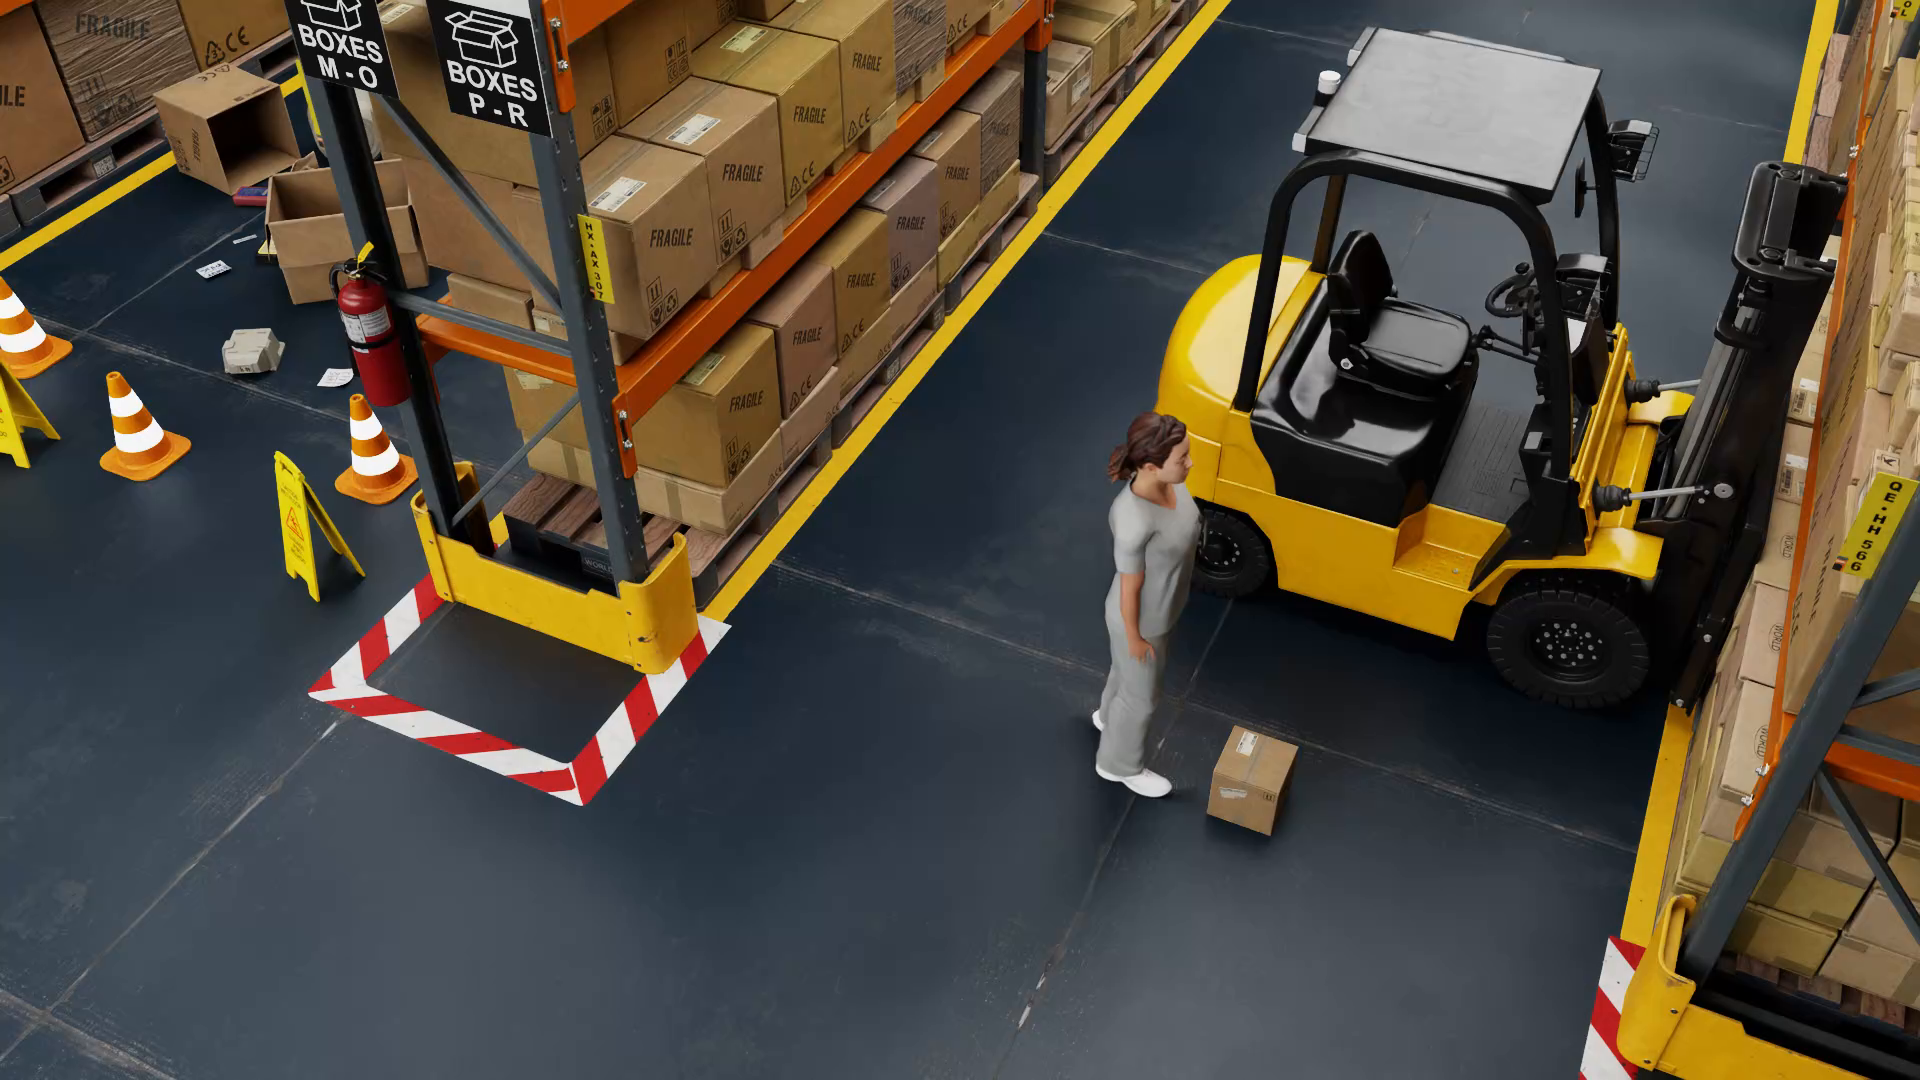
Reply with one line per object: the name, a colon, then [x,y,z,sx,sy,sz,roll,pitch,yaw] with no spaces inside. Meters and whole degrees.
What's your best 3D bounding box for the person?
person: [0.654,0.213,5.893,0.356,1.618,0.440,18,45,19]
